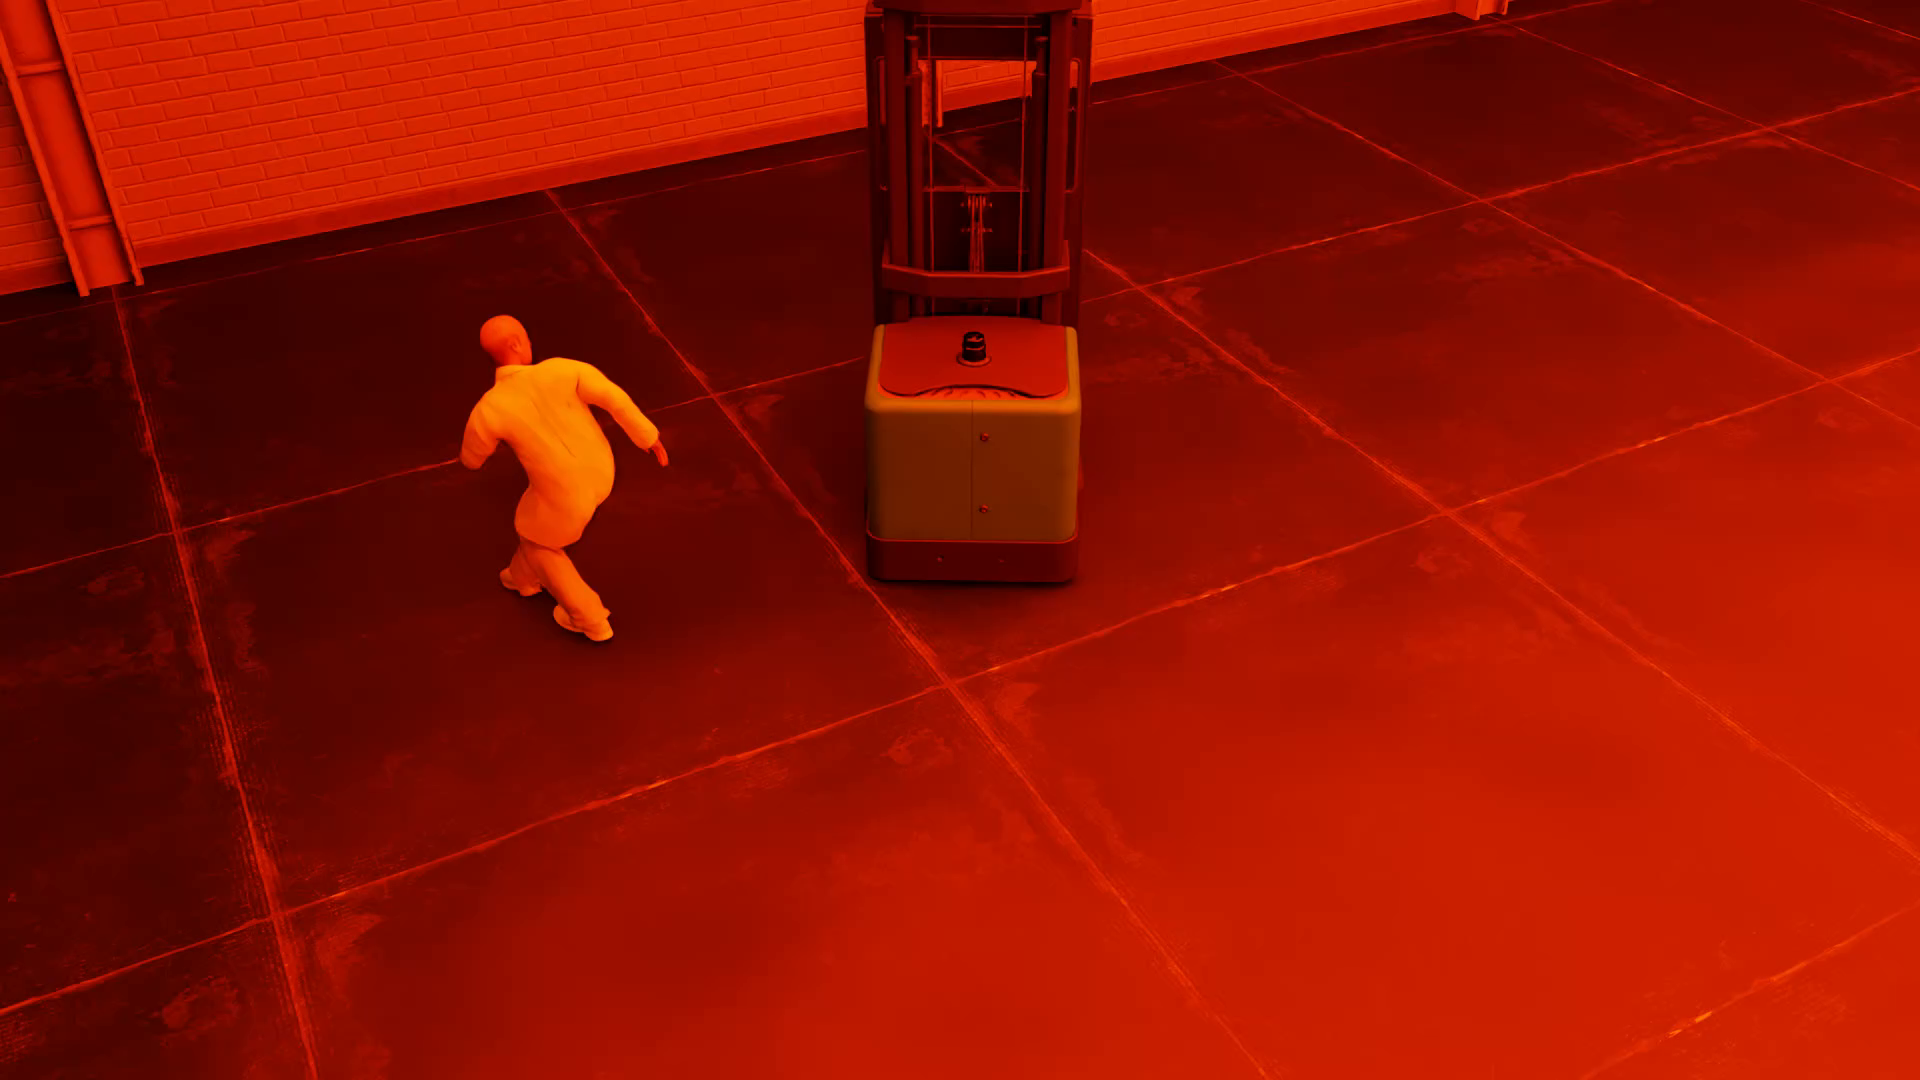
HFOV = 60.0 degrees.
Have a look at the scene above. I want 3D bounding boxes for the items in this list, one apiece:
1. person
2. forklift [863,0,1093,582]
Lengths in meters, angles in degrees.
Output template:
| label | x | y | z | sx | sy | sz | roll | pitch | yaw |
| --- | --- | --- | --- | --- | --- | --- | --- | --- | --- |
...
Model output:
| label | x | y | z | sx | sy | sz | roll | pitch | yaw |
| --- | --- | --- | --- | --- | --- | --- | --- | --- | --- |
| person | -1.912 | -0.362 | 7.796 | 0.808 | 1.618 | 0.831 | -30 | 45 | -35 |
| forklift | 0.094 | -1.808 | 8.681 | 1.130 | 2.935 | 3.031 | 1 | 35 | 1 |
